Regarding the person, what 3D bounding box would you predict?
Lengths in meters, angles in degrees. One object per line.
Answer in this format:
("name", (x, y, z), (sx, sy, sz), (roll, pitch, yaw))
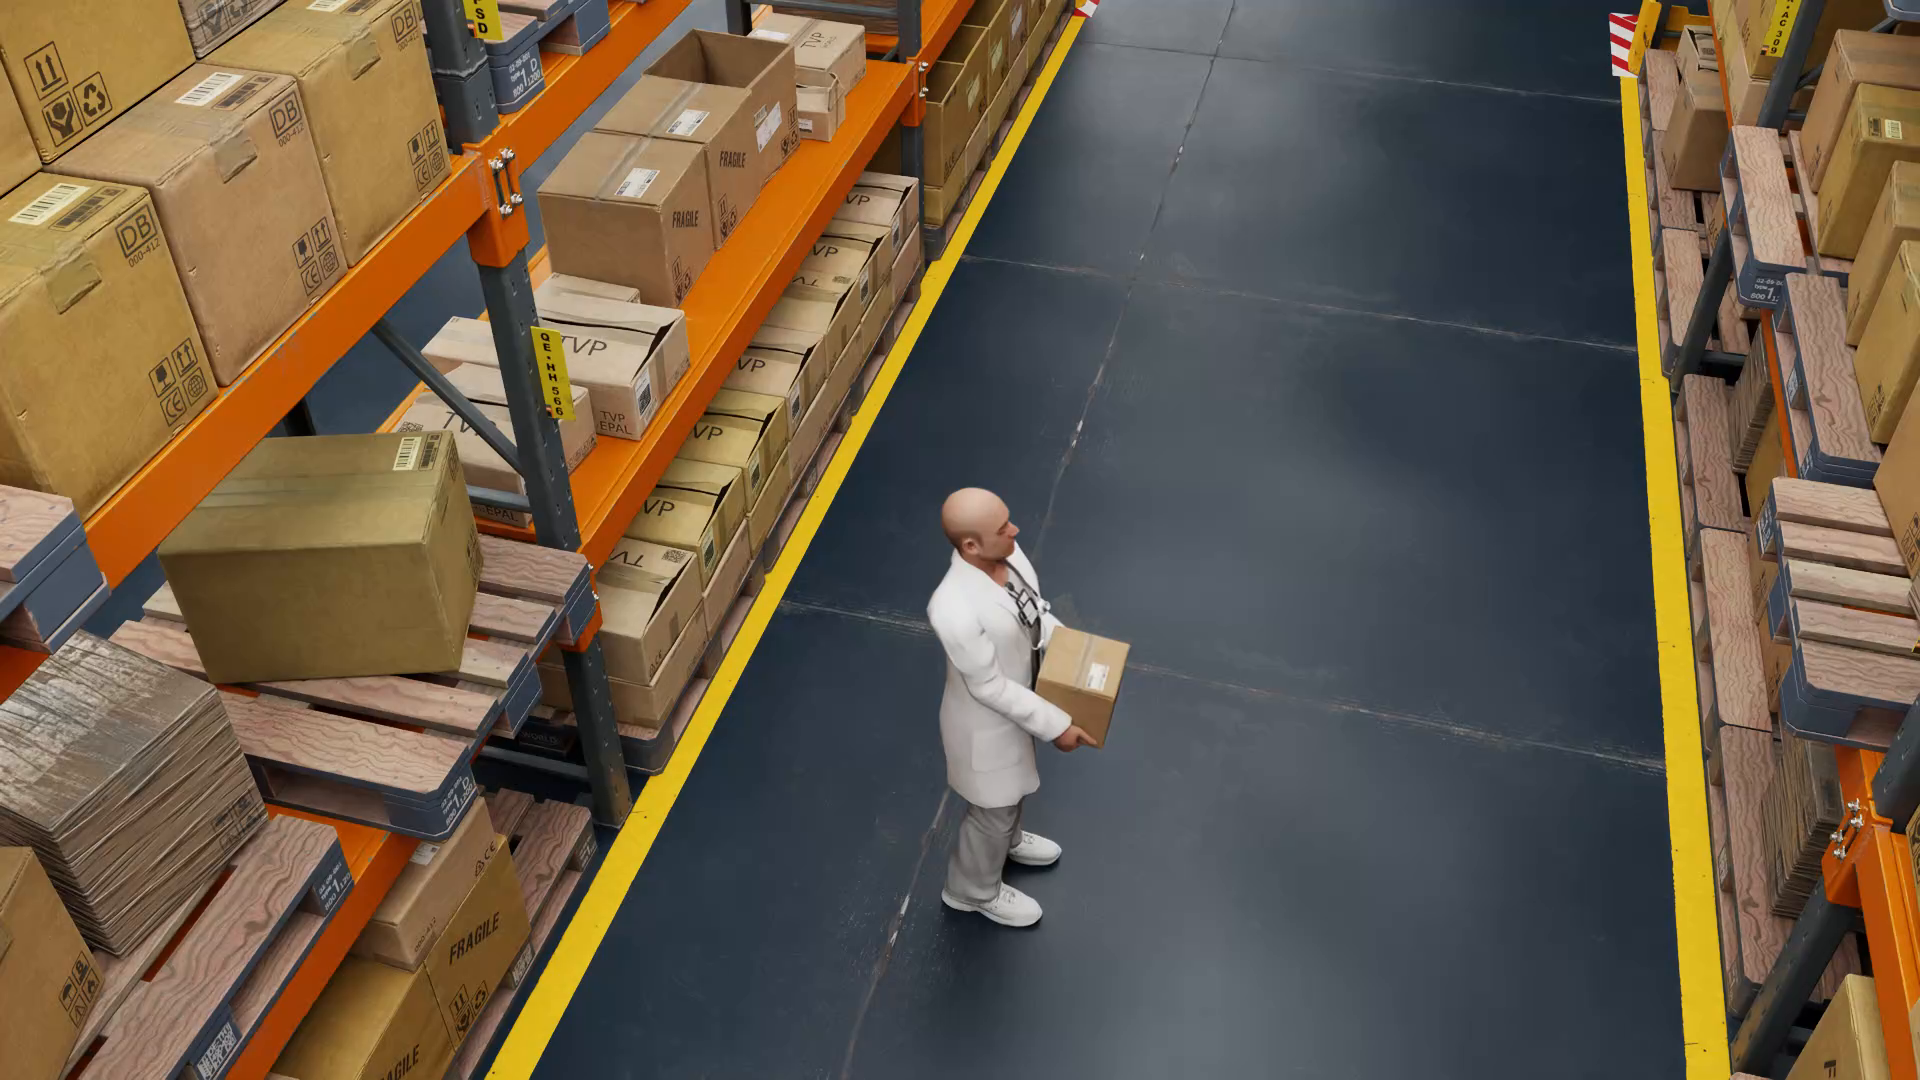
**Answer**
("person", (0.205, 0.573, 5.501), (0.555, 1.769, 0.529), (10, 42, 12))
